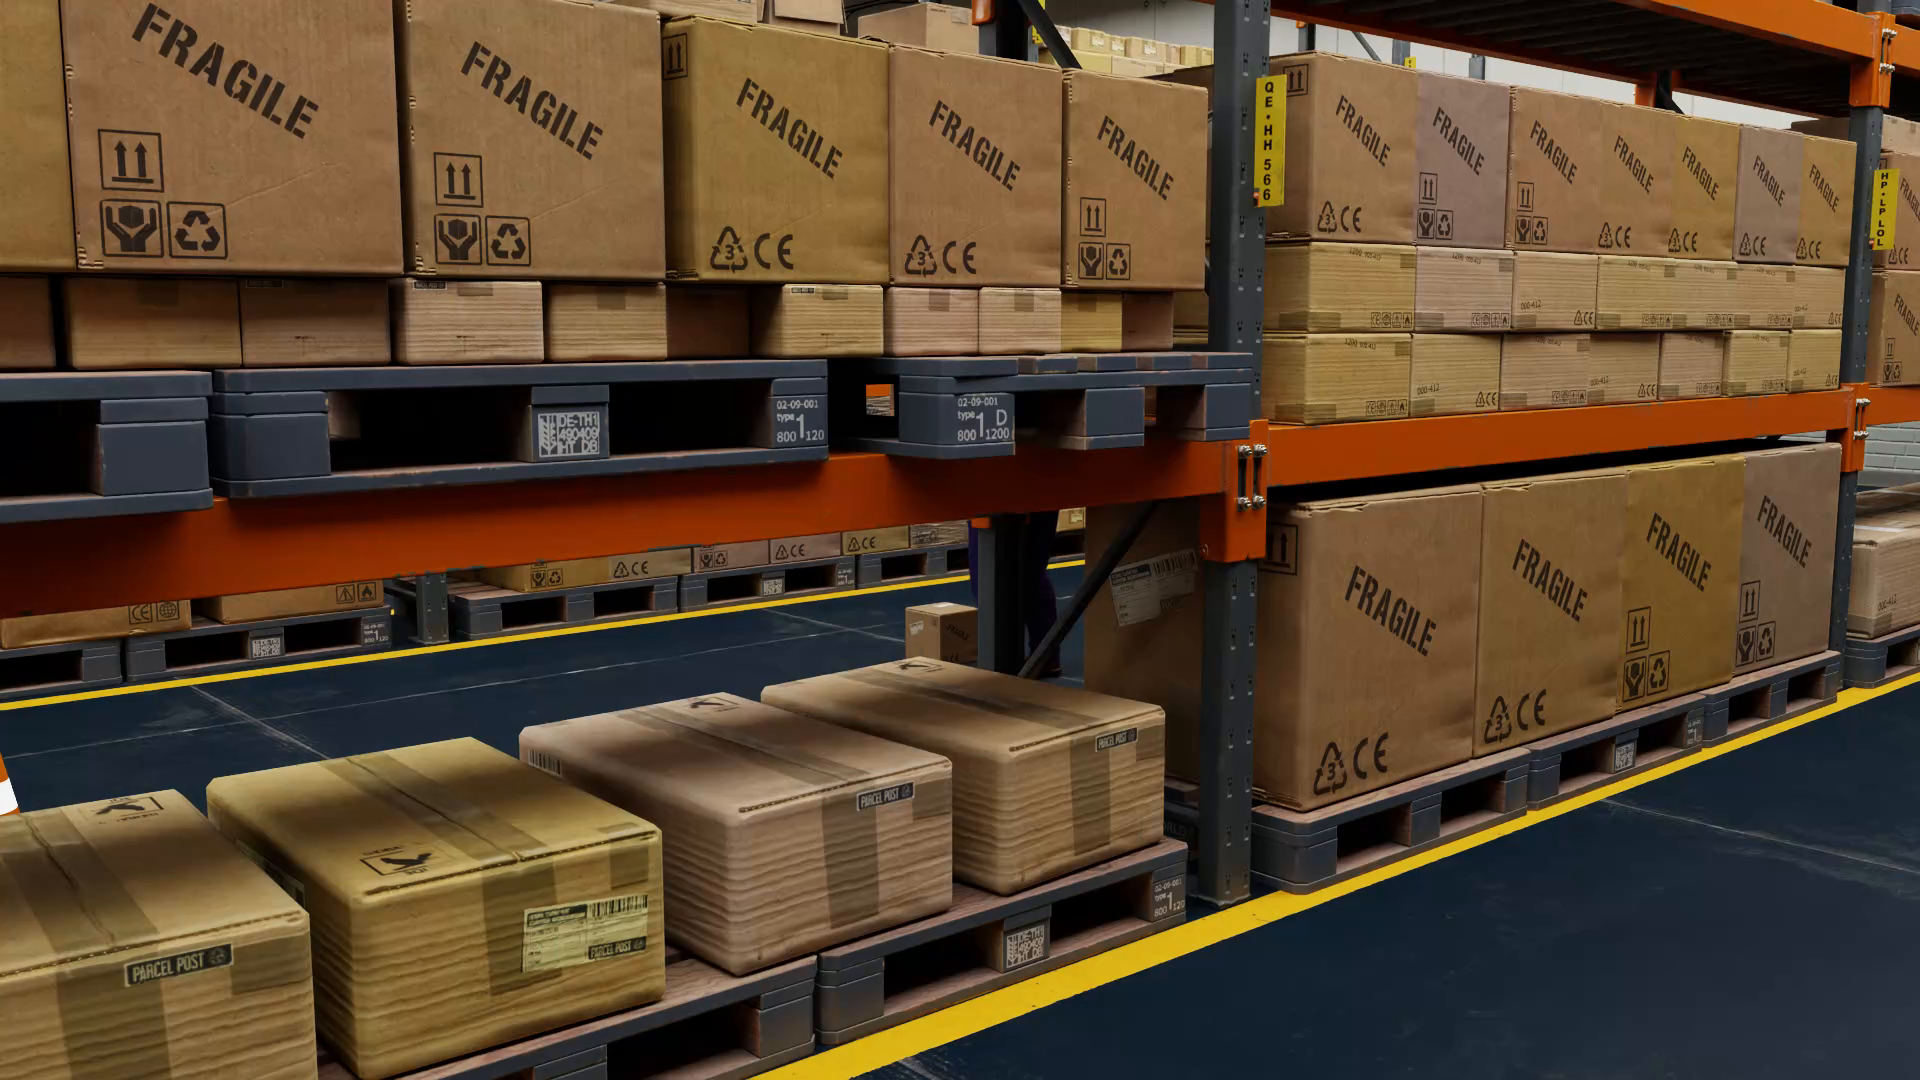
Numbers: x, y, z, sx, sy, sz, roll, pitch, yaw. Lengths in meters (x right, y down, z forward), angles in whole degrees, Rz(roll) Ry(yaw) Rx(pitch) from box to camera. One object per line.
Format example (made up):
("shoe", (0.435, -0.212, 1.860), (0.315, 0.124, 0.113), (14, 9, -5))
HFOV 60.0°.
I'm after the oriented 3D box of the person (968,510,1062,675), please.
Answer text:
("person", (0.221, -0.187, 7.365), (0.470, 1.635, 0.342), (-6, 10, -40))
